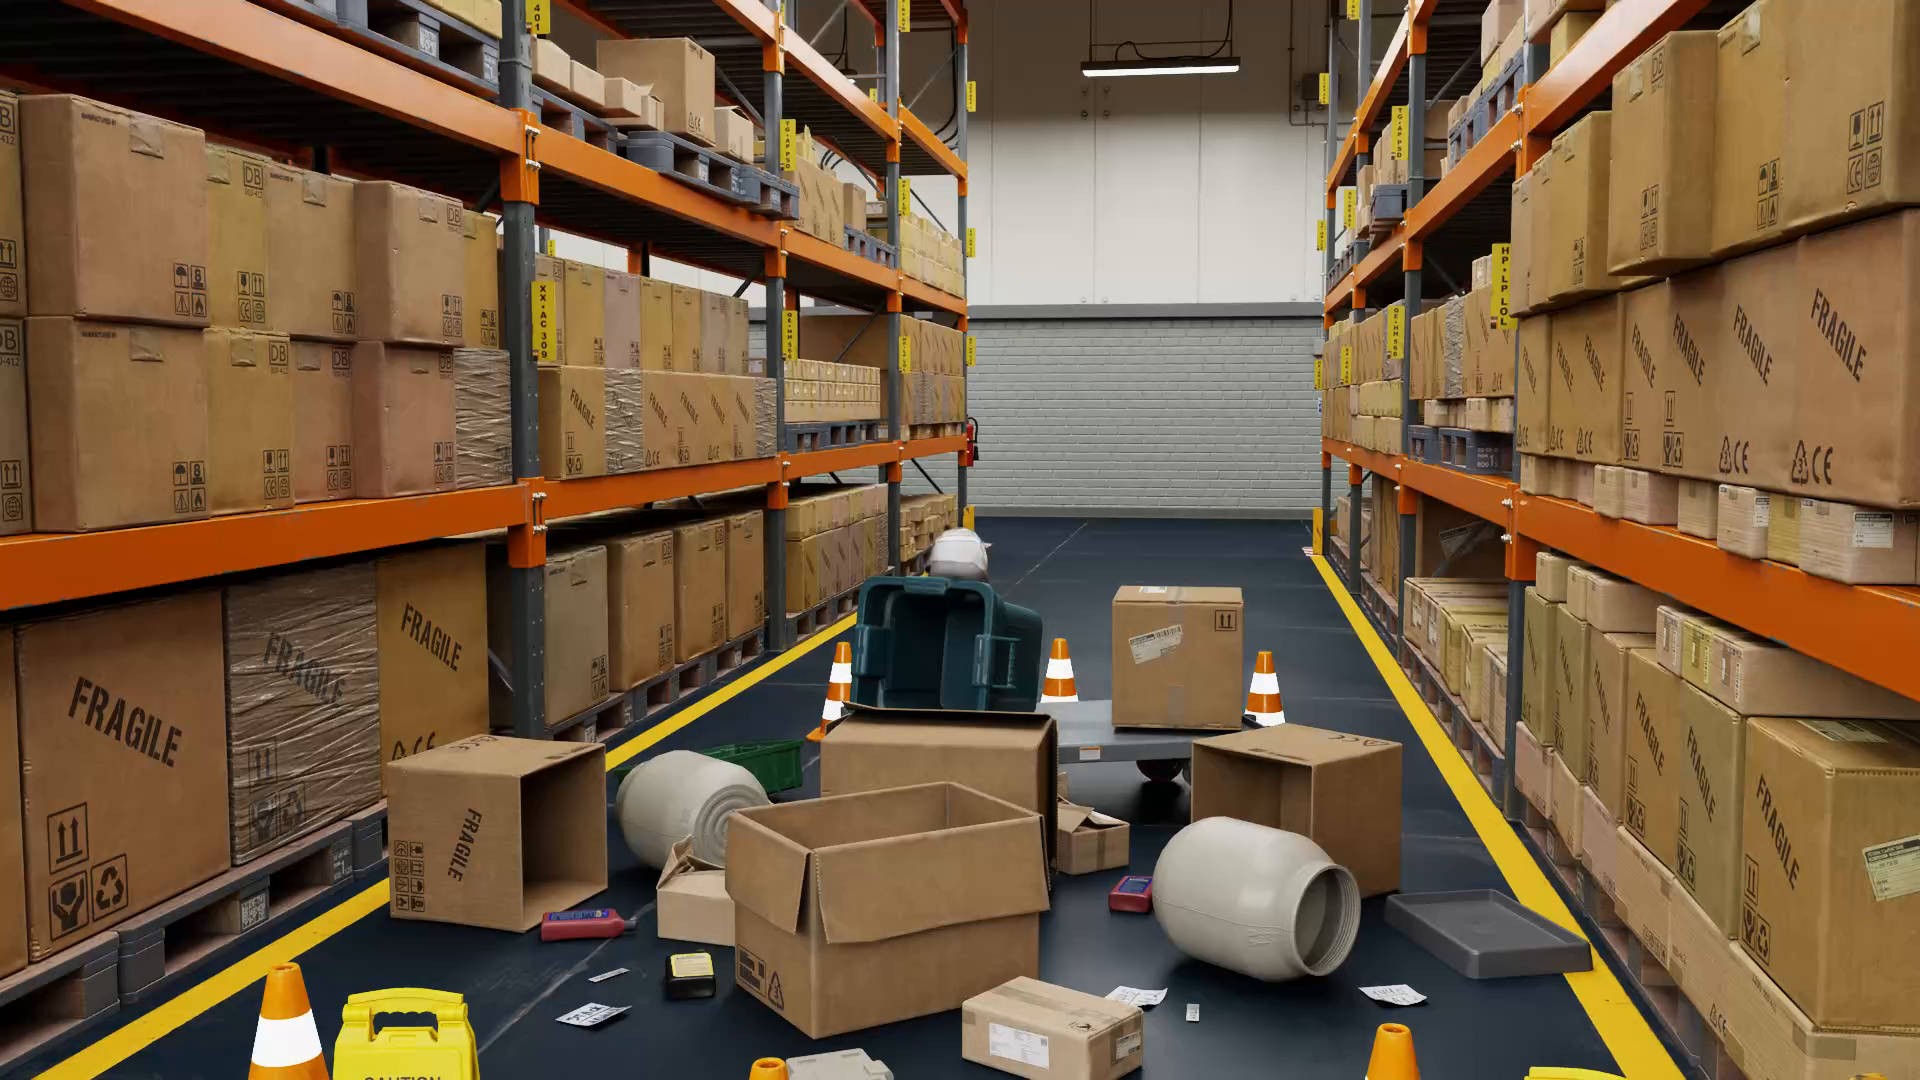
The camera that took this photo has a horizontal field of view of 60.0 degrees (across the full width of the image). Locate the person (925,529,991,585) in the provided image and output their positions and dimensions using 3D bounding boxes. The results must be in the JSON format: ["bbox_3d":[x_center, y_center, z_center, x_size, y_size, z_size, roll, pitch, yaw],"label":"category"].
[{"bbox_3d":[0.002,0.314,11.748,0.453,0.772,0.926,1,5,7],"label":"person"}]
